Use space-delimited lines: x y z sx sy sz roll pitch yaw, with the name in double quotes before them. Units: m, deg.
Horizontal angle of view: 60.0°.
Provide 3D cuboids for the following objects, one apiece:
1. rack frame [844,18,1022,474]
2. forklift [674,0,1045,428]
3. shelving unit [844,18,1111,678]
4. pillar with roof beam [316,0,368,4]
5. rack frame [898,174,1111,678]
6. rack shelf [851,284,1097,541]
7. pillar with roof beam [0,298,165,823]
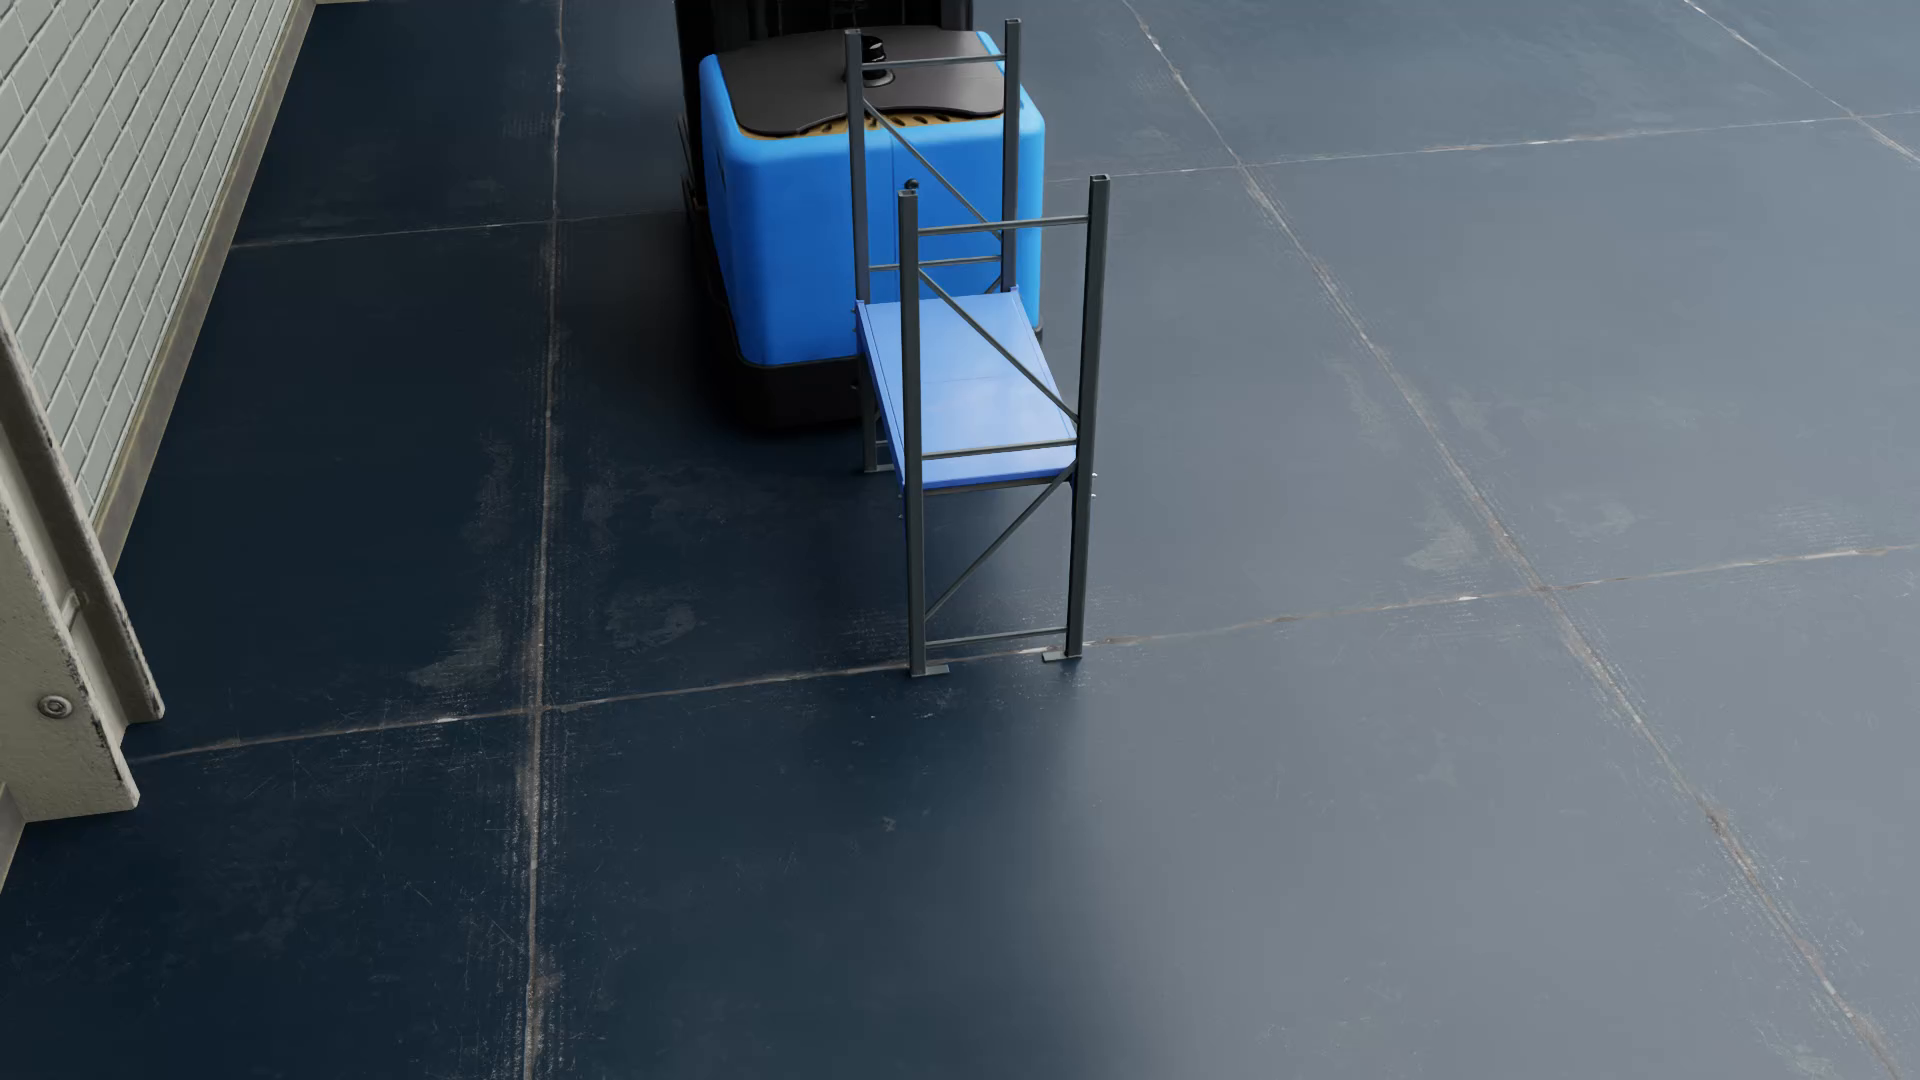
"rack frame" -0.074 -0.848 5.119 0.500 1.500 0.032 -6 38 -8
"forklift" -0.547 -2.442 6.004 1.130 2.935 3.031 -8 39 -10
"shelving unit" 0.015 -0.541 4.724 0.538 1.500 1.048 -6 38 -8
"pillar with roof beam" 0.845 -7.042 6.979 9.100 9.000 0.400 -6 38 -8
"rack frame" 0.104 -0.234 4.328 0.500 1.500 0.032 -6 38 -8
"rack shelf" 0.015 -0.399 4.834 0.538 0.185 1.000 -6 38 -8
"pillar with roof beam" 1.897 -3.418 2.314 9.100 9.000 0.400 -6 38 -8
